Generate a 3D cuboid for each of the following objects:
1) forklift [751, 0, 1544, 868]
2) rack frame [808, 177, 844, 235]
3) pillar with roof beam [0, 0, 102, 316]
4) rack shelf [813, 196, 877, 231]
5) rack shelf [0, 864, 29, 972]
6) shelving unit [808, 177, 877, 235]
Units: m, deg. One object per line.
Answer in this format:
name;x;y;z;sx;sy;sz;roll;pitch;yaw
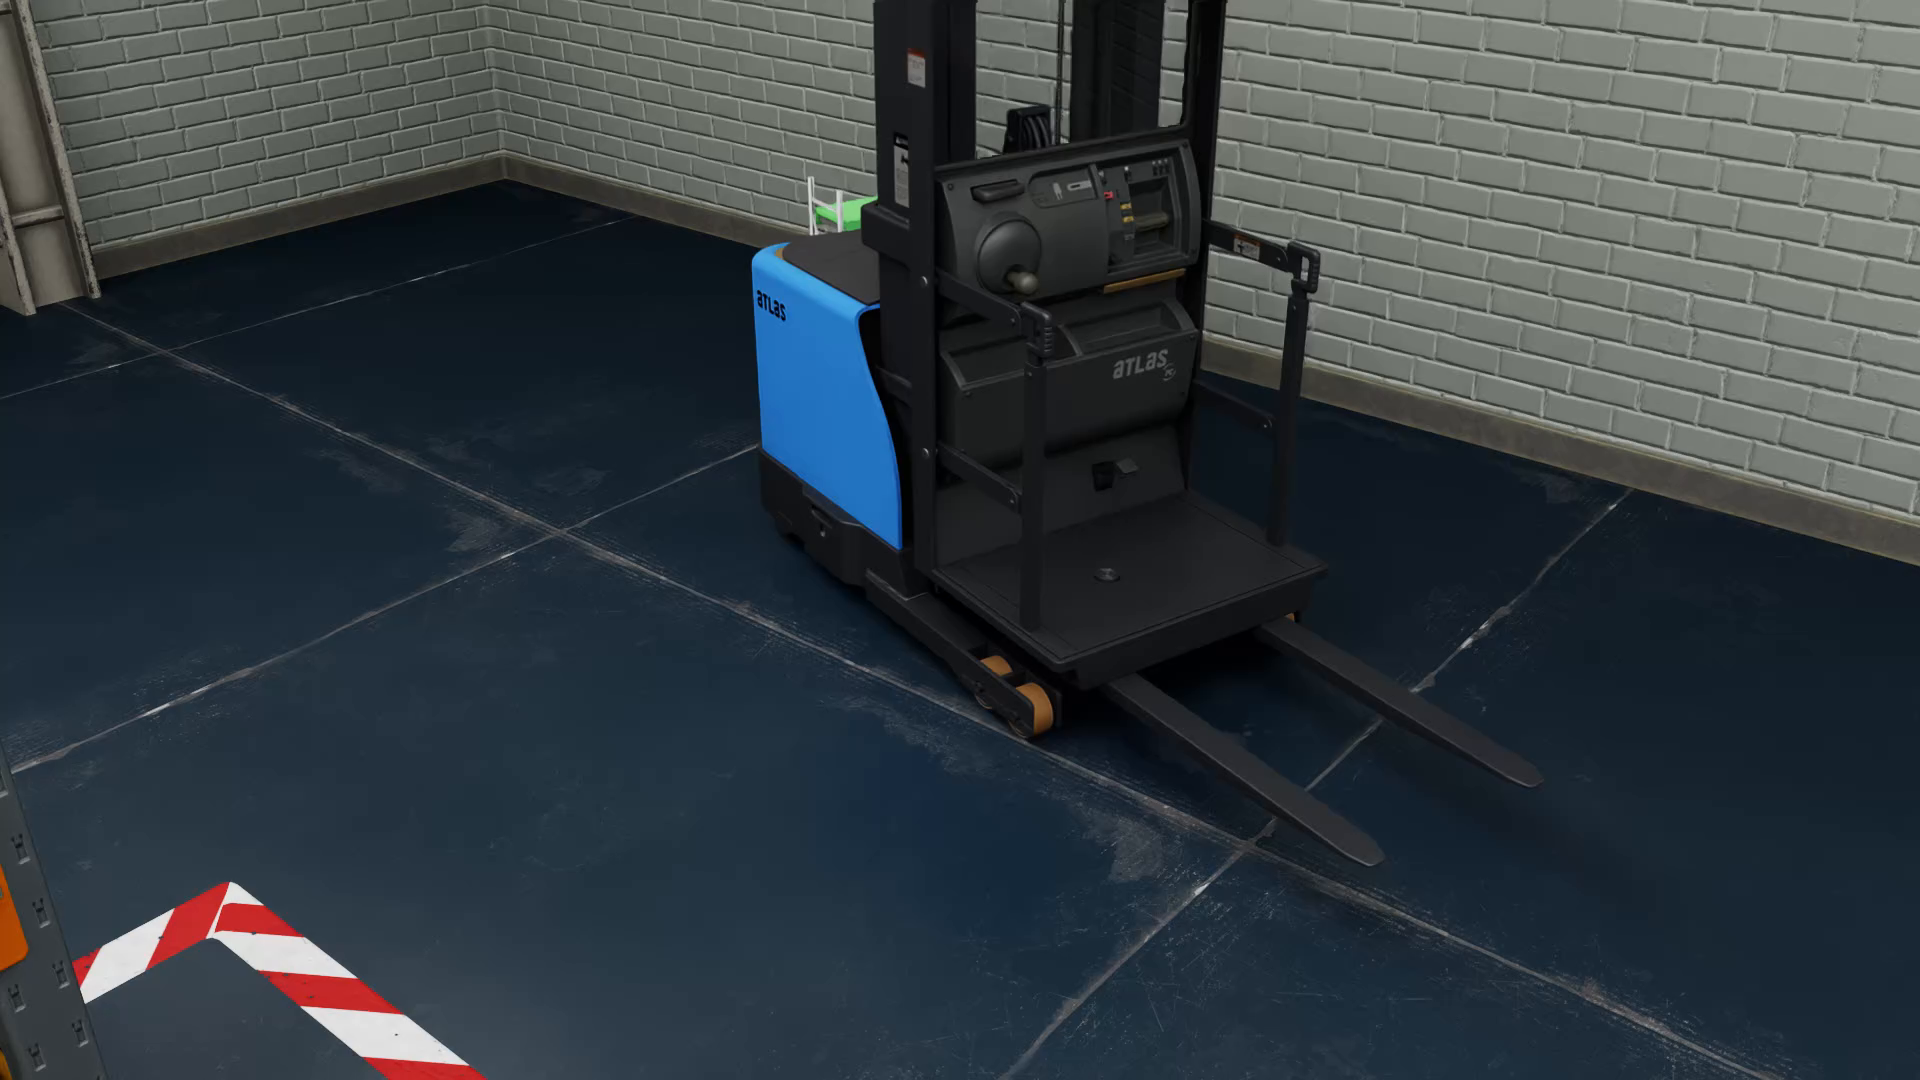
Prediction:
forklift;0.472;-0.947;4.890;1.130;2.935;3.031;-17;32;-29
rack frame;-0.504;-0.797;6.485;0.015;1.200;0.240;-17;32;-29
pillar with roof beam;-1.420;-3.993;4.176;9.100;9.000;0.400;21;34;34
rack shelf;-0.301;-1.229;6.413;0.480;0.148;0.258;-17;32;-29
rack shelf;-3.239;1.098;1.646;1.077;0.370;4.000;21;34;34
shelving unit;-0.301;-0.859;6.604;0.503;1.200;0.258;-17;32;-29
